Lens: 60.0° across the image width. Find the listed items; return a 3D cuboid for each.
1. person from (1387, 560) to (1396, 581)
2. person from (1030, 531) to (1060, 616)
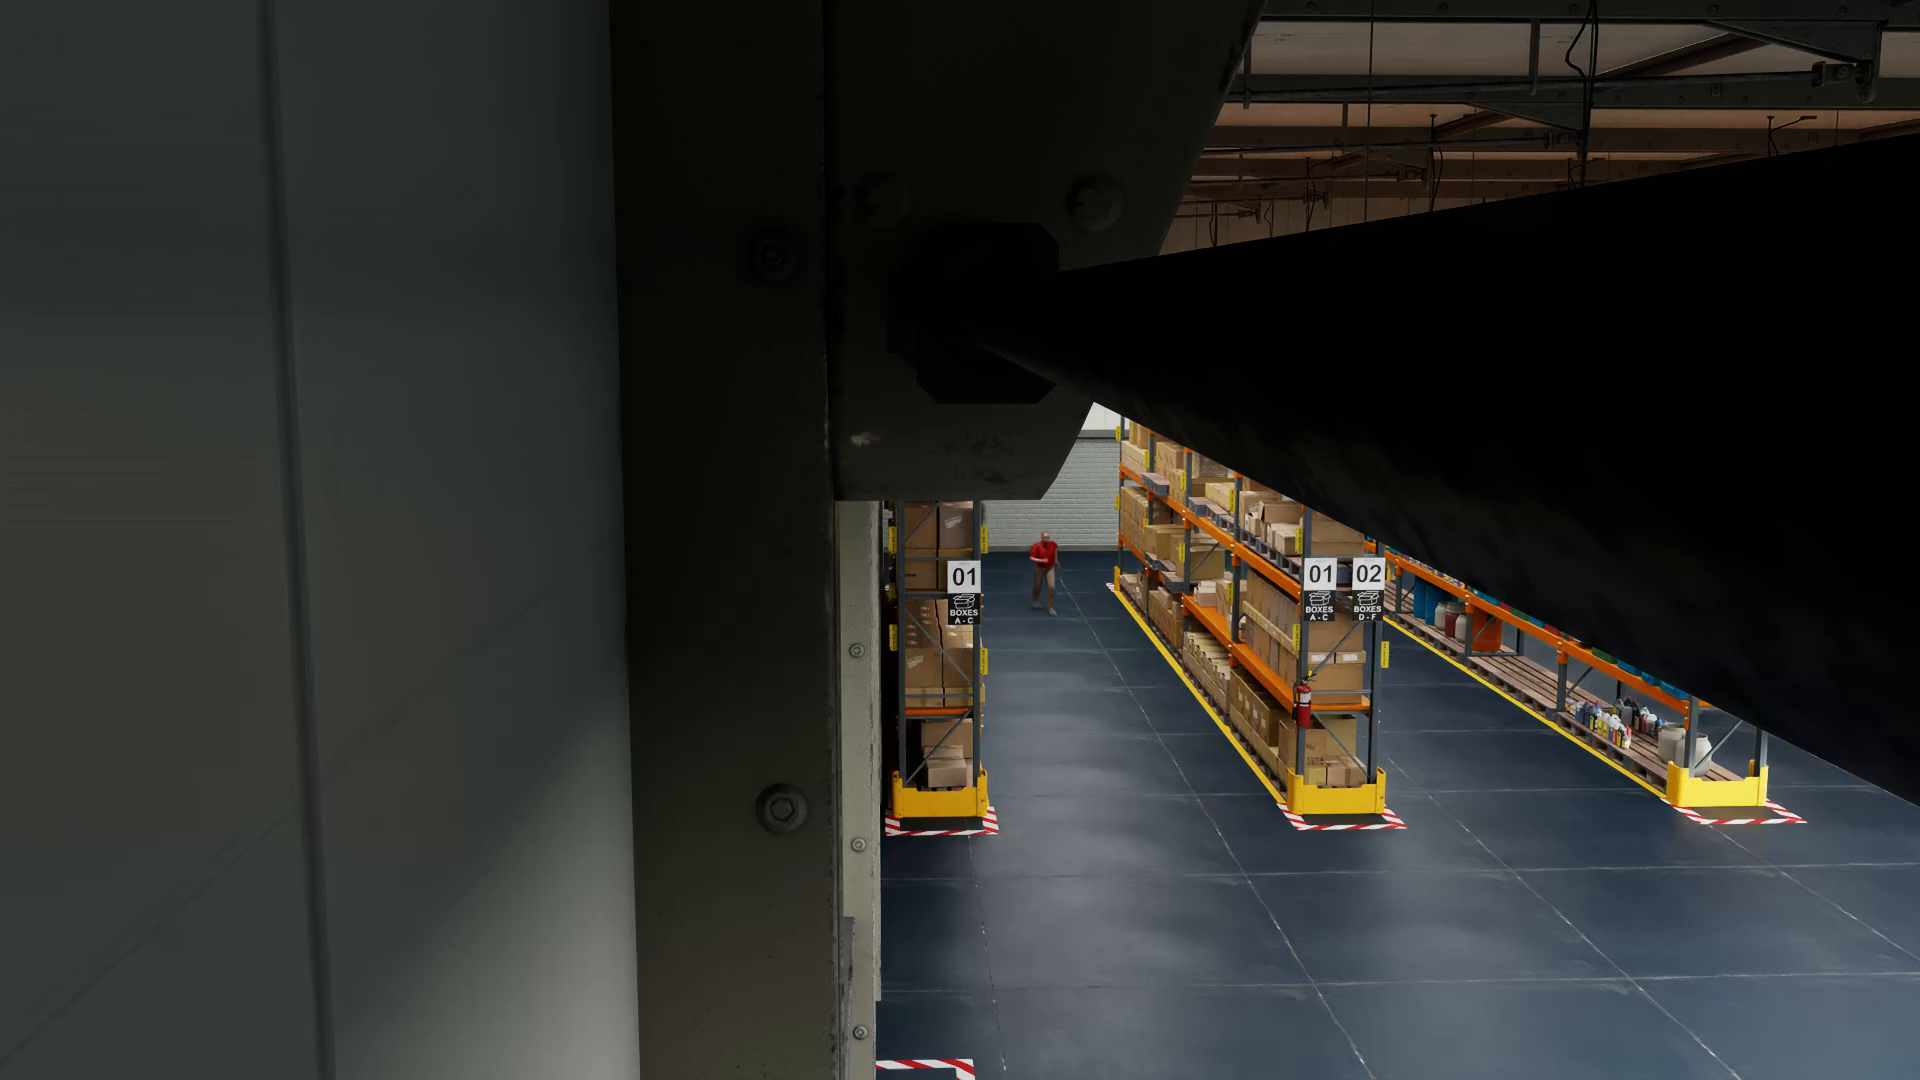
[{"bbox_3d":[9.610,0.045,37.713,0.826,1.730,0.698,5,10,33],"label":"person"},{"bbox_3d":[1.707,0.642,33.814,0.675,1.707,0.999,-2,8,-12],"label":"person"}]
